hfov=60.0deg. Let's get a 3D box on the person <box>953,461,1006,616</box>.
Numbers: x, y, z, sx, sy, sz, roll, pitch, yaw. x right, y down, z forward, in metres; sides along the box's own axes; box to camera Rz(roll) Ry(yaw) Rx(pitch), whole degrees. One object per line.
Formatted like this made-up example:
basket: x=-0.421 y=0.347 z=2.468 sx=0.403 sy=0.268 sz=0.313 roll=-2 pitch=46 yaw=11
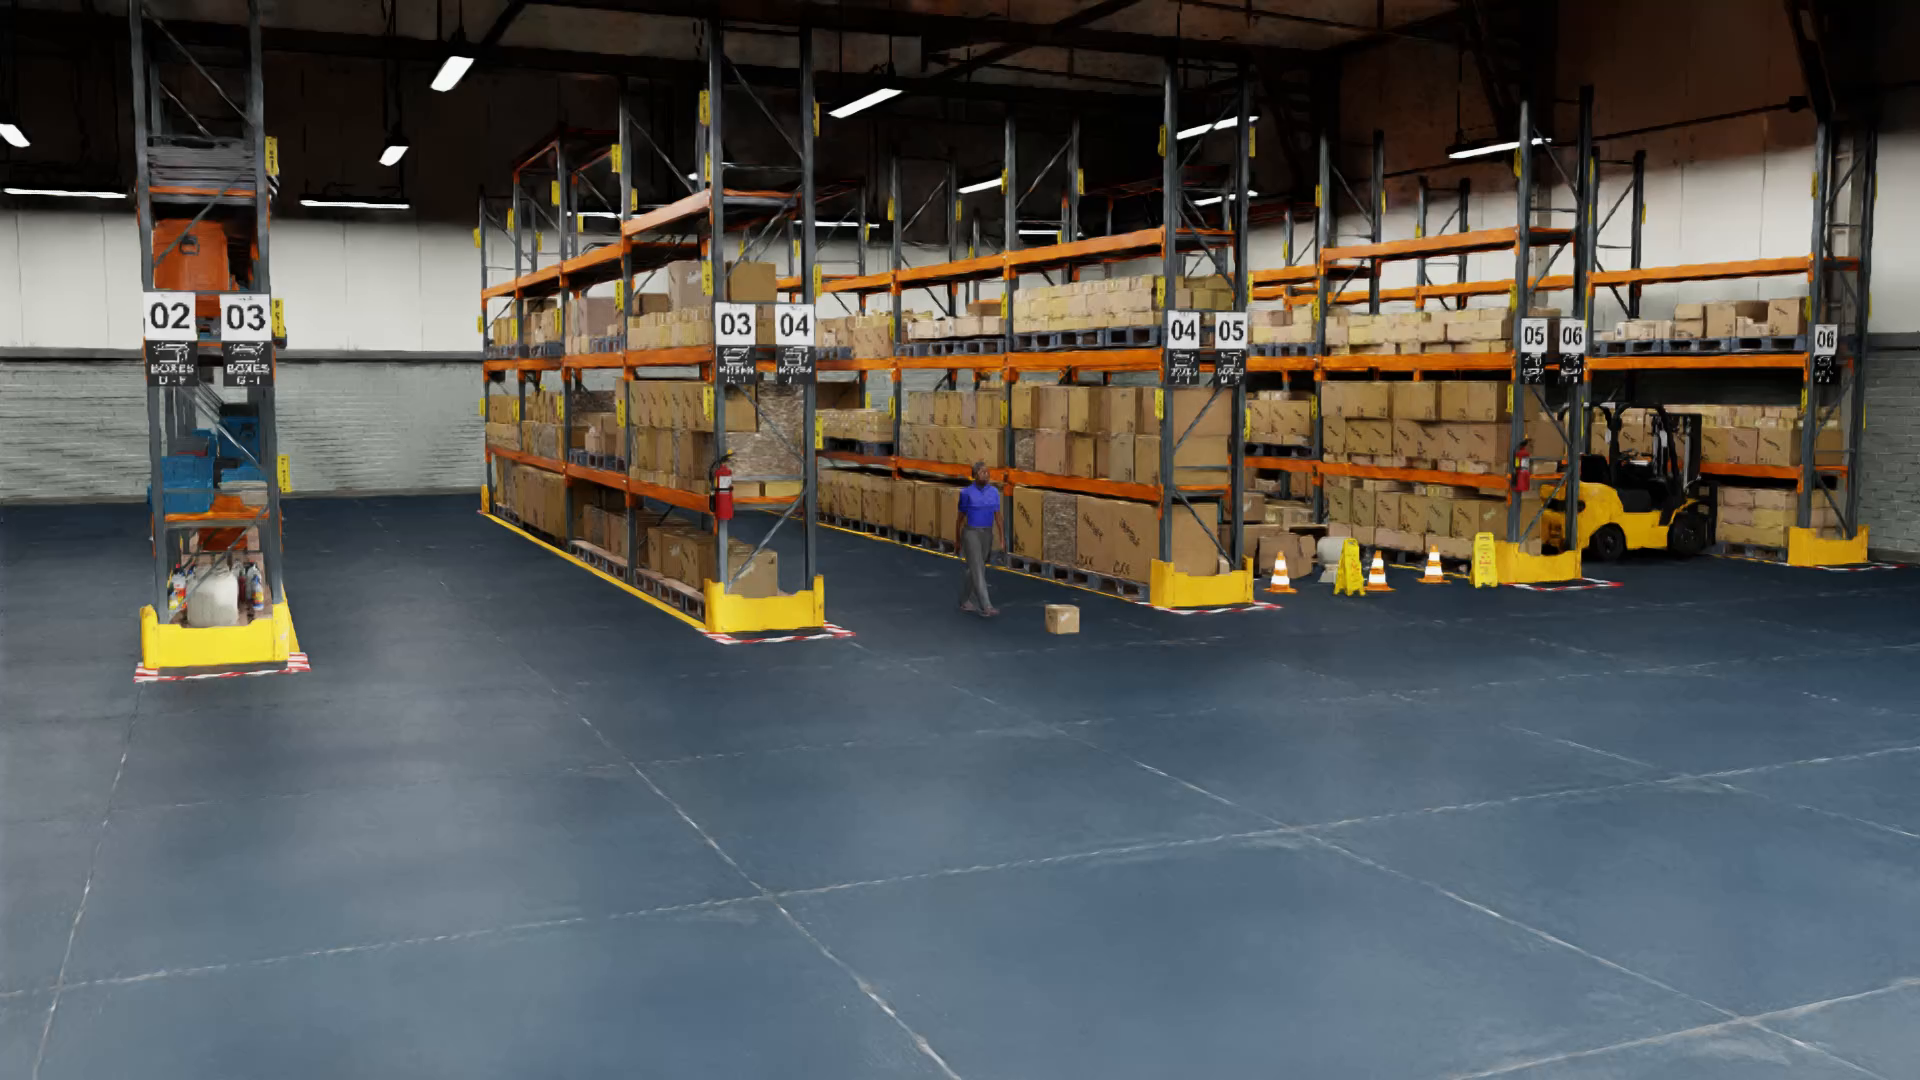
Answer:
person: x=0.245 y=-0.027 z=17.290 sx=0.468 sy=1.597 sz=0.928 roll=-3 pitch=7 yaw=-32
